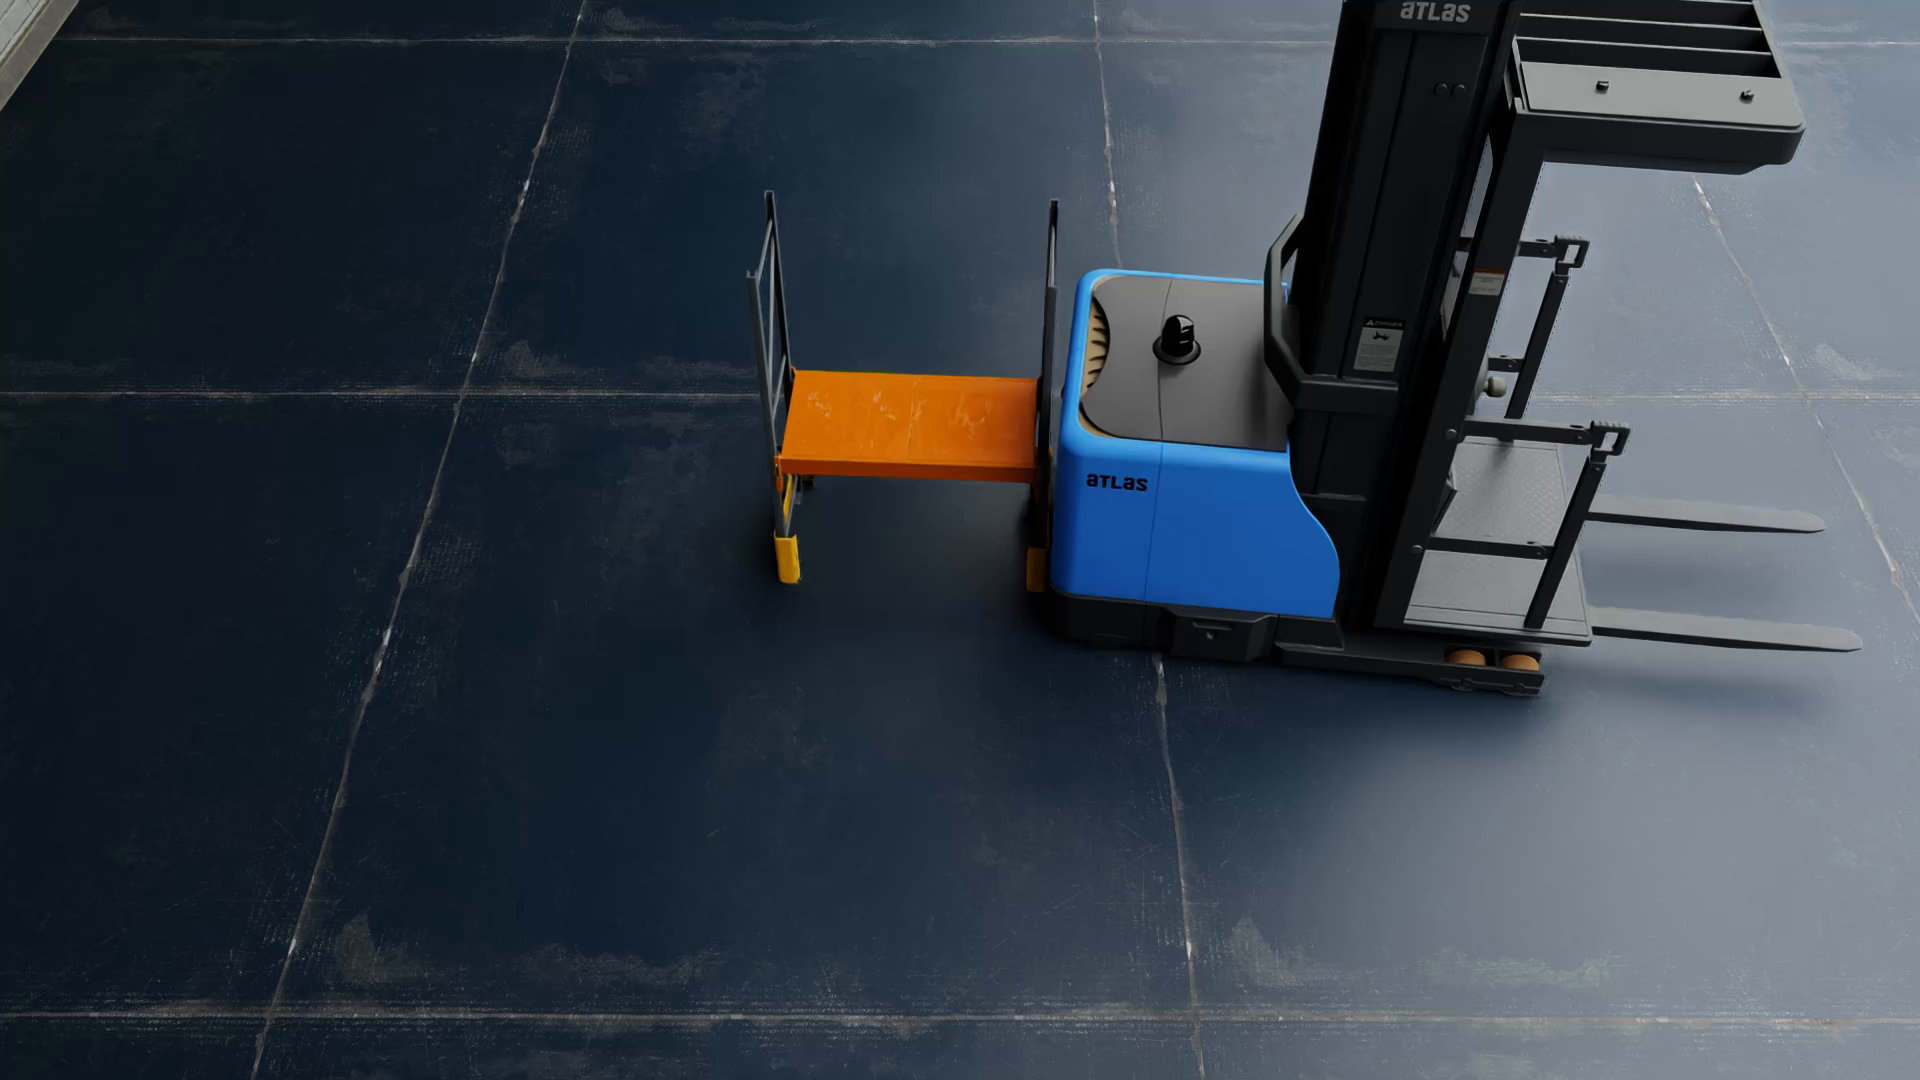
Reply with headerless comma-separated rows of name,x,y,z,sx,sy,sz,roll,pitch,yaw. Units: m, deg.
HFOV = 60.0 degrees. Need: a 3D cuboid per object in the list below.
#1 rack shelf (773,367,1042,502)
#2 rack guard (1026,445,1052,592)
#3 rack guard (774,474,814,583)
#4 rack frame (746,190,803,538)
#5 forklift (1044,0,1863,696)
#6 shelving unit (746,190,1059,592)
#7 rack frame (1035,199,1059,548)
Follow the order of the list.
rack shelf,-0.185,-0.415,6.438,1.000,0.185,0.538,2,47,2
rack guard,0.321,-0.092,6.746,0.087,0.250,0.587,2,47,2
rack guard,-0.674,-0.130,6.781,0.087,0.250,0.587,2,47,2
rack frame,-0.693,-0.556,6.324,0.032,1.500,0.500,2,47,2
forklift,1.883,-0.826,5.597,3.031,2.935,1.130,5,47,5
shelving unit,-0.176,-0.537,6.306,1.083,1.500,0.587,2,47,2
rack frame,0.322,-0.518,6.288,0.032,1.500,0.500,2,47,2
